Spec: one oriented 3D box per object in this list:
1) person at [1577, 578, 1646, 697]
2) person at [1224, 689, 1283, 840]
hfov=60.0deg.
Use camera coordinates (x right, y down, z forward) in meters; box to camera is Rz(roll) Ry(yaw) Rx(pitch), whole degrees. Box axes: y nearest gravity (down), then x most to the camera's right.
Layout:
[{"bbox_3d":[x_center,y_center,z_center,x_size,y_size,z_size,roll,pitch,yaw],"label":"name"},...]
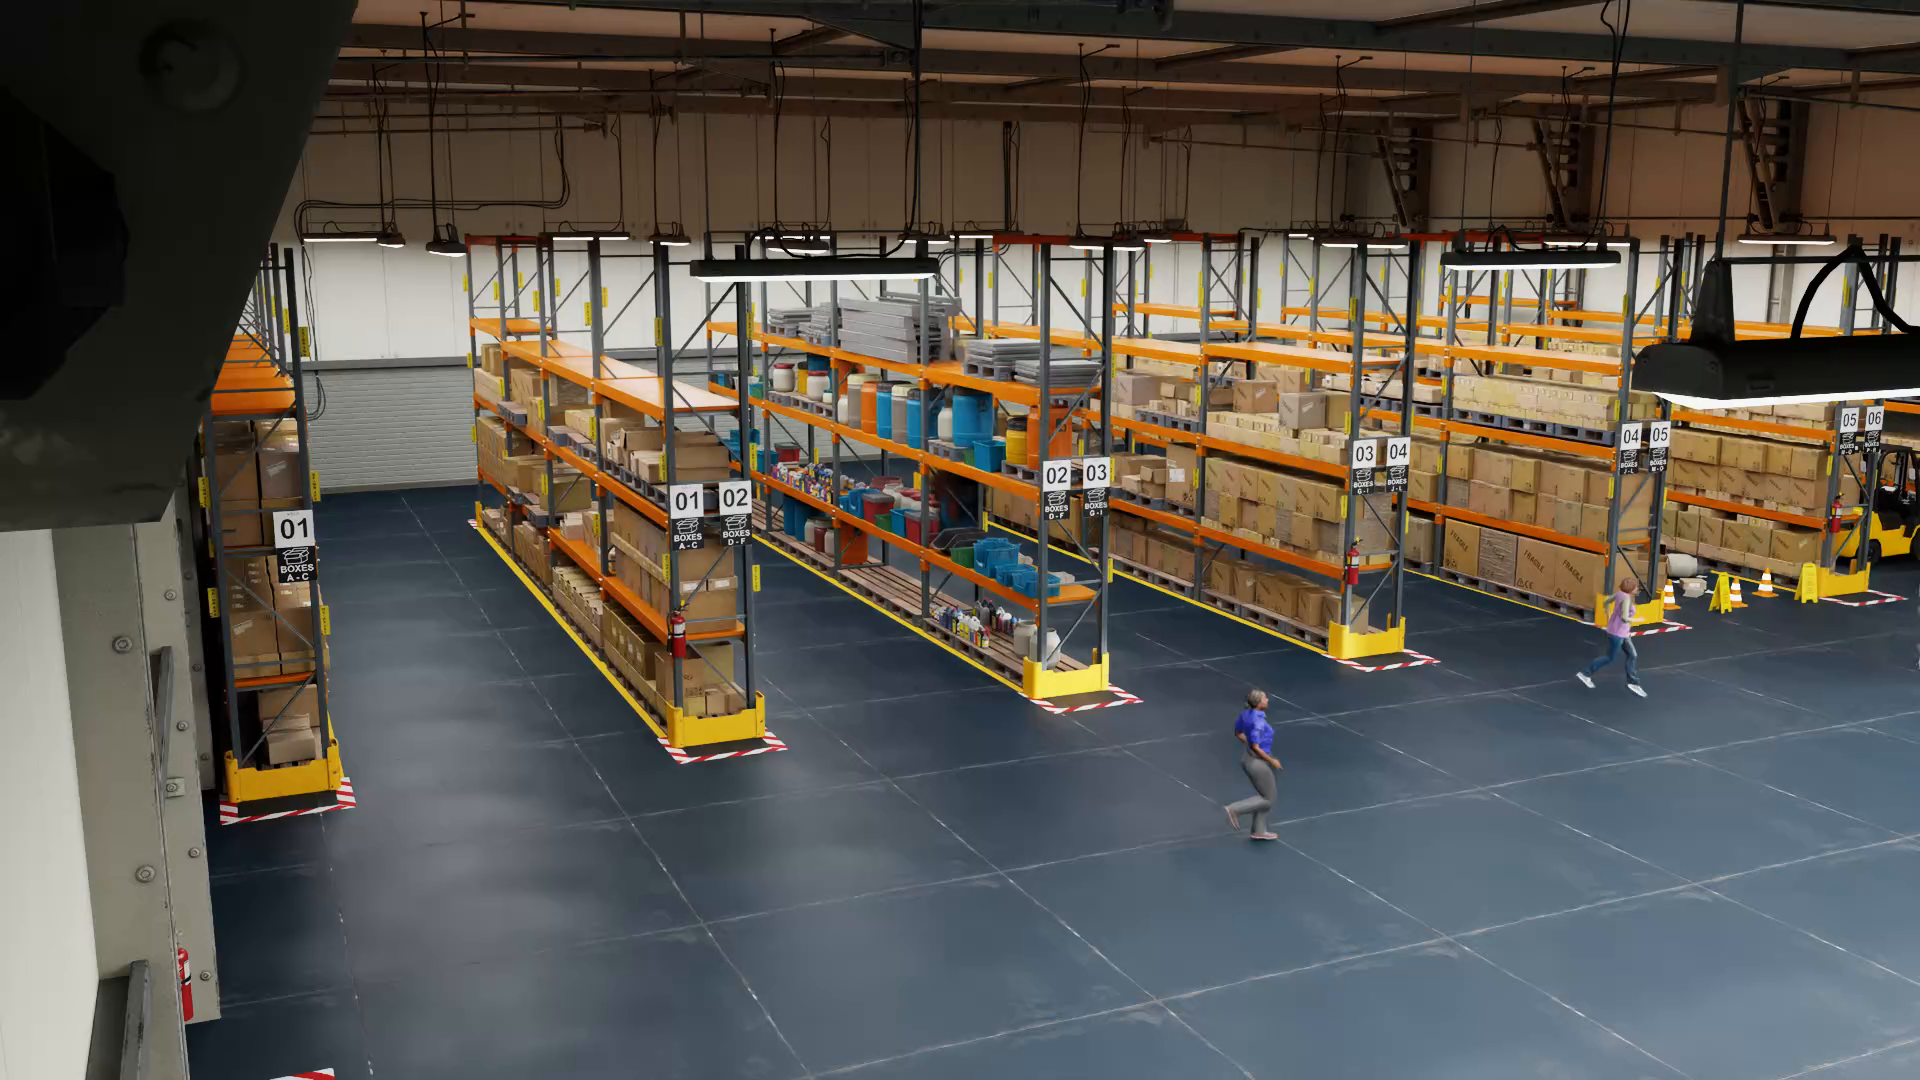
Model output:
[{"bbox_3d":[8.794,1.295,22.315,0.890,1.602,0.562,3,11,14],"label":"person"},{"bbox_3d":[2.986,2.308,17.041,0.611,1.618,0.575,-2,11,-10],"label":"person"}]
